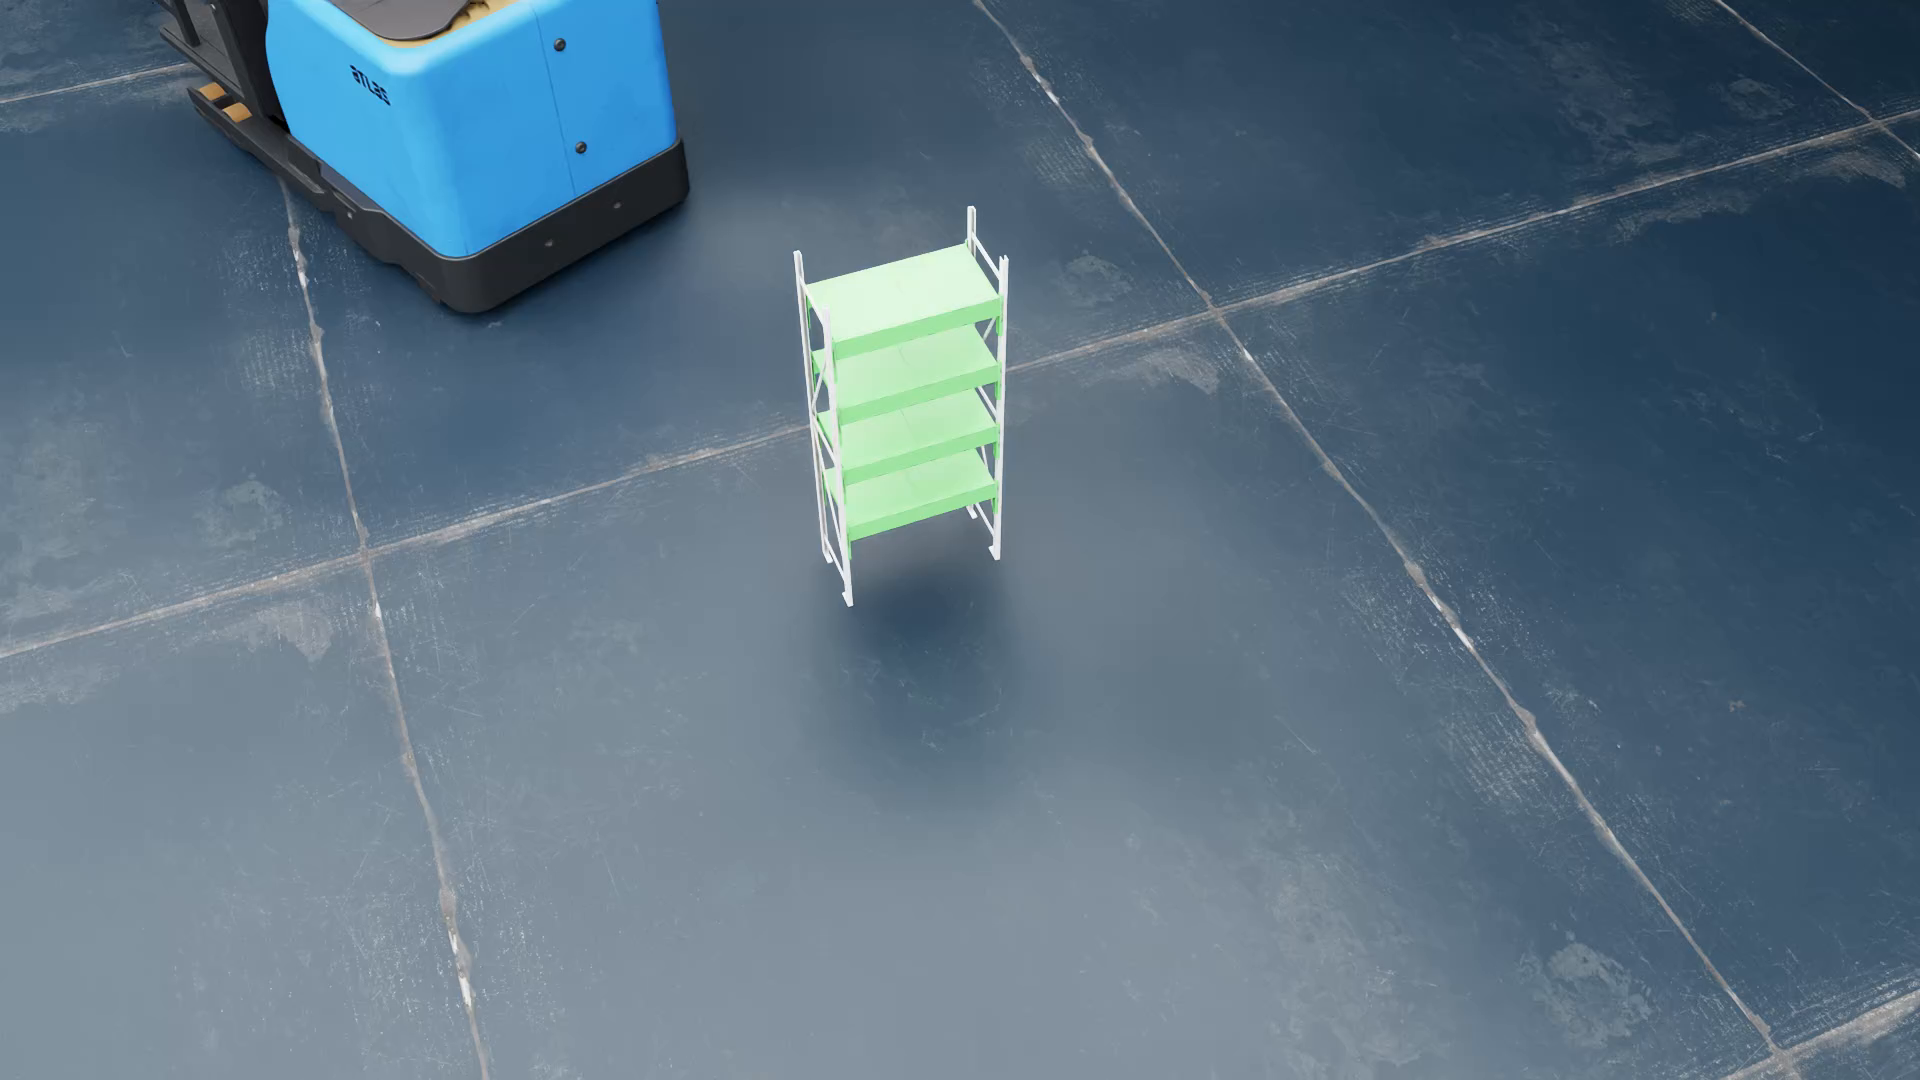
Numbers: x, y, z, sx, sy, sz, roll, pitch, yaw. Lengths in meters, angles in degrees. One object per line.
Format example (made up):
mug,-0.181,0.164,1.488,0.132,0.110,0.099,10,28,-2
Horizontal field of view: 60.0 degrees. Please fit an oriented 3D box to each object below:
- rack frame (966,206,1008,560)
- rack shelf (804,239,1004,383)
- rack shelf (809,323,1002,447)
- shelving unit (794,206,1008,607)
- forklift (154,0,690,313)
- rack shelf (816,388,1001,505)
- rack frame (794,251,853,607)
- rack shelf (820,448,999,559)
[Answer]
rack frame,0.073,-0.413,4.814,0.015,1.200,0.240,-17,52,-14
rack shelf,-0.153,-0.615,4.438,0.480,0.148,0.258,-17,52,-14
rack shelf,-0.153,-0.458,4.620,0.480,0.148,0.258,-17,52,-14
shelving unit,-0.153,-0.343,4.754,0.503,1.200,0.258,-17,52,-14
forklift,-2.423,-2.762,5.690,3.031,2.935,1.130,37,59,27
rack shelf,-0.153,-0.302,4.803,0.480,0.148,0.258,-17,52,-14
rack frame,-0.379,-0.273,4.694,0.015,1.200,0.240,-17,52,-14
rack shelf,-0.153,-0.145,4.985,0.480,0.148,0.258,-17,52,-14
